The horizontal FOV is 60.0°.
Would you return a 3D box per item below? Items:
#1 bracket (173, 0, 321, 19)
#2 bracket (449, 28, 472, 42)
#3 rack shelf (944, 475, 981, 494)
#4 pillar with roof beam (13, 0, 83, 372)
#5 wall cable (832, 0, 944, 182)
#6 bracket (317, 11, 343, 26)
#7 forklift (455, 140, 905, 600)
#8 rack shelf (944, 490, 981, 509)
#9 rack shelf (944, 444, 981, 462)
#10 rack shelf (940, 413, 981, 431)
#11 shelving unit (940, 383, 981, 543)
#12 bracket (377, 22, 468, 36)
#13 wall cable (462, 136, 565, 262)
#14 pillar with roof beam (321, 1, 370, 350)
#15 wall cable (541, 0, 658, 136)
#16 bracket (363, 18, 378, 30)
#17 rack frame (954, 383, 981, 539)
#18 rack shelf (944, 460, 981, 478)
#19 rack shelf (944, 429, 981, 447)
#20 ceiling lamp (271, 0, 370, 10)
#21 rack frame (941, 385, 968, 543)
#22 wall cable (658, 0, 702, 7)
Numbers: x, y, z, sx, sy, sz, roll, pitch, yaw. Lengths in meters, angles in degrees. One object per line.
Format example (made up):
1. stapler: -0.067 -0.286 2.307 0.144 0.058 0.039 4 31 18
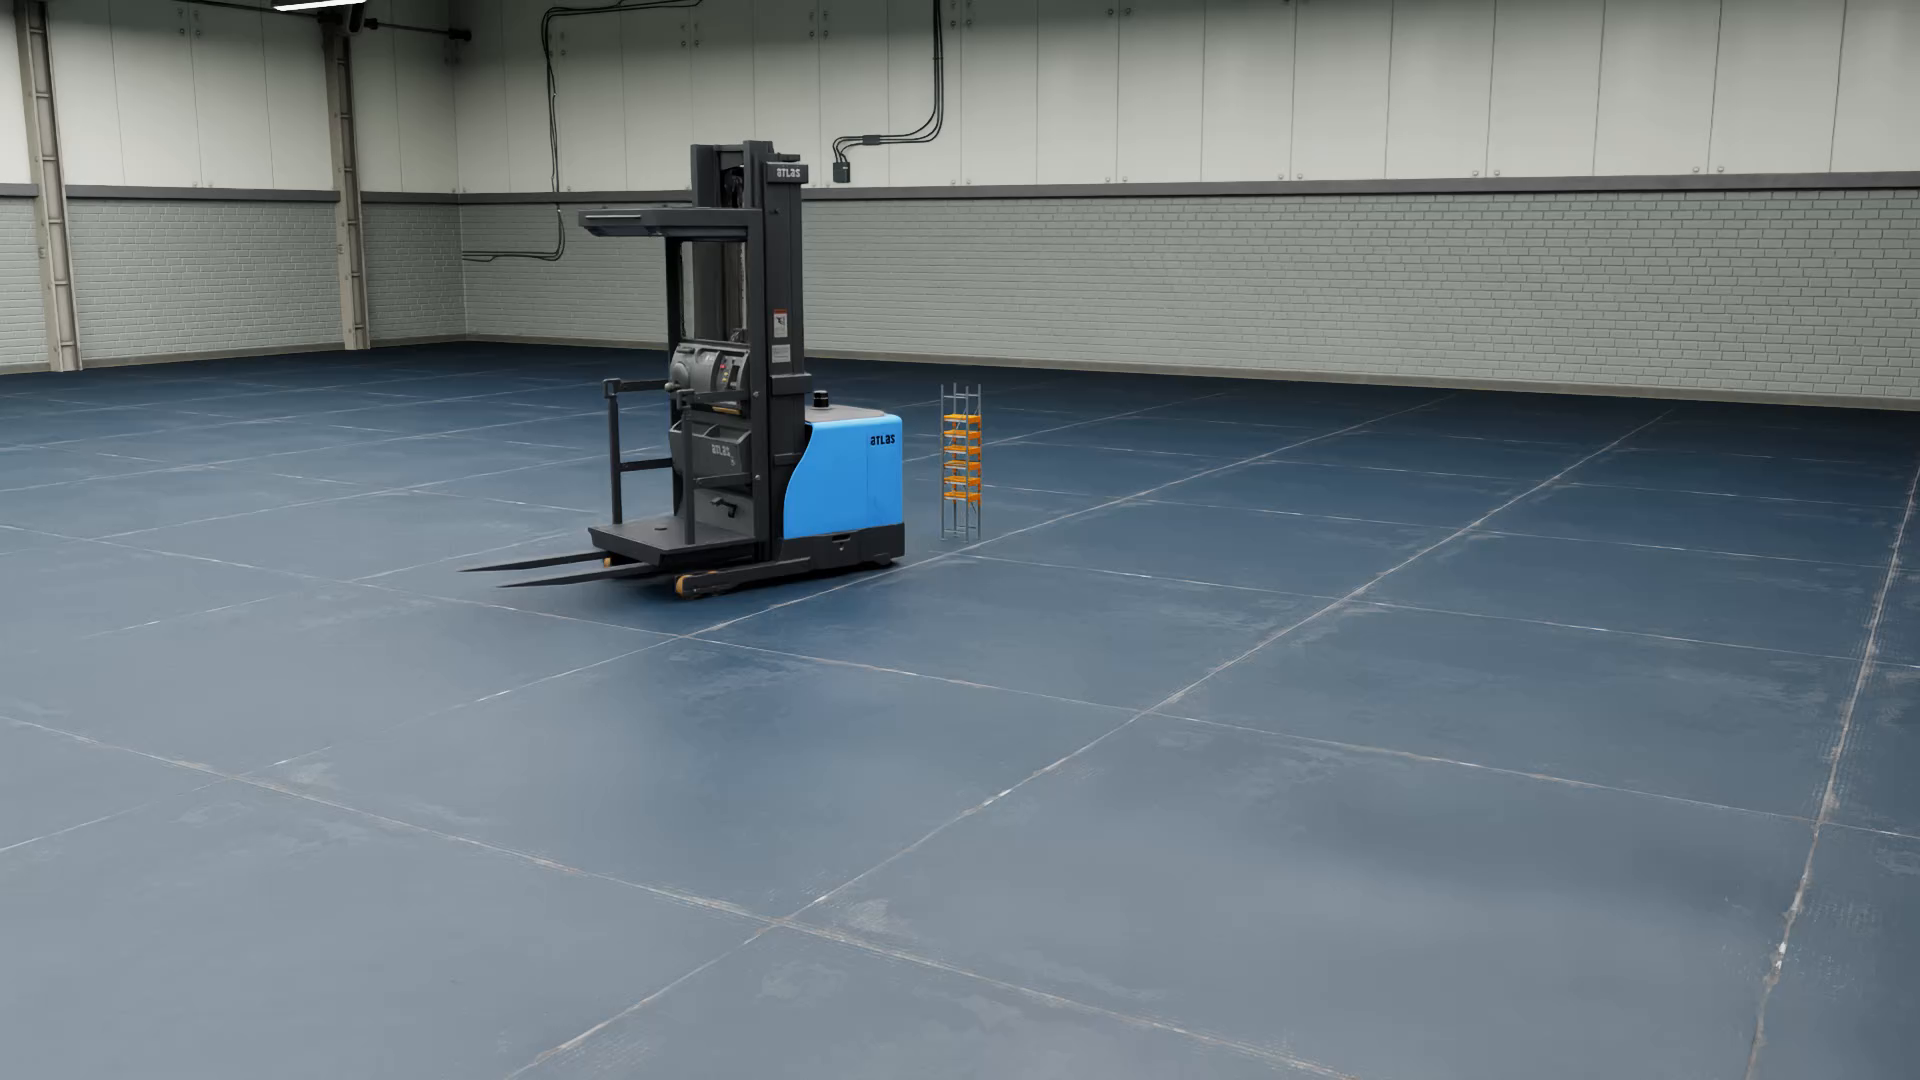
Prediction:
1. bracket: -13.317 -9.512 29.442 0.076 0.066 4.783 6 12 31
2. bracket: -10.318 -10.421 34.295 0.235 0.232 0.430 6 12 31
3. rack shelf: 0.008 -0.430 12.801 0.258 0.103 0.180 6 12 31
4. pillar with roof beam: -11.503 -6.892 25.230 9.100 9.000 0.548 6 12 31
5. wall cable: -1.302 -9.346 29.097 2.305 6.003 0.169 6 12 31
6. bracket: -11.979 -9.917 31.607 0.235 0.232 0.430 6 12 31
7. forklift: -1.855 -1.161 11.107 3.031 2.935 1.130 -9 14 -39
8. rack shelf: 0.008 -0.312 12.823 0.258 0.103 0.180 6 12 31
9. rack shelf: 0.008 -0.666 12.757 0.258 0.103 0.180 6 12 31
10. rack shelf: 0.008 -0.902 12.712 0.258 0.103 0.180 6 12 31
11. shelving unit: 0.008 -0.592 12.770 0.258 1.200 0.189 6 12 31
12. bracket: -10.625 -10.328 33.799 0.076 0.066 3.189 6 12 31
13. wall cable: -9.408 -7.058 34.553 3.097 2.526 0.112 6 12 31
14. pillar with roof beam: -8.388 -7.836 30.271 9.100 9.000 0.548 6 12 31
15. wall cable: -7.095 -9.282 32.708 3.097 2.526 0.112 6 12 31
16. bracket: -11.548 -10.048 32.304 0.235 0.232 0.430 6 12 31
17. rack frame: 0.055 -0.606 12.847 0.240 1.200 0.006 6 12 31
18. rack shelf: 0.008 -0.548 12.779 0.258 0.103 0.180 6 12 31
19. rack shelf: 0.008 -0.784 12.734 0.258 0.103 0.180 6 12 31
20. ceiling lamp: -10.014 -10.055 26.261 2.000 3.185 0.800 6 12 31
21. rack frame: -0.040 -0.578 12.694 0.240 1.200 0.006 6 12 31
22. wall cable: -4.450 -11.222 30.710 3.097 2.526 0.112 6 12 31
